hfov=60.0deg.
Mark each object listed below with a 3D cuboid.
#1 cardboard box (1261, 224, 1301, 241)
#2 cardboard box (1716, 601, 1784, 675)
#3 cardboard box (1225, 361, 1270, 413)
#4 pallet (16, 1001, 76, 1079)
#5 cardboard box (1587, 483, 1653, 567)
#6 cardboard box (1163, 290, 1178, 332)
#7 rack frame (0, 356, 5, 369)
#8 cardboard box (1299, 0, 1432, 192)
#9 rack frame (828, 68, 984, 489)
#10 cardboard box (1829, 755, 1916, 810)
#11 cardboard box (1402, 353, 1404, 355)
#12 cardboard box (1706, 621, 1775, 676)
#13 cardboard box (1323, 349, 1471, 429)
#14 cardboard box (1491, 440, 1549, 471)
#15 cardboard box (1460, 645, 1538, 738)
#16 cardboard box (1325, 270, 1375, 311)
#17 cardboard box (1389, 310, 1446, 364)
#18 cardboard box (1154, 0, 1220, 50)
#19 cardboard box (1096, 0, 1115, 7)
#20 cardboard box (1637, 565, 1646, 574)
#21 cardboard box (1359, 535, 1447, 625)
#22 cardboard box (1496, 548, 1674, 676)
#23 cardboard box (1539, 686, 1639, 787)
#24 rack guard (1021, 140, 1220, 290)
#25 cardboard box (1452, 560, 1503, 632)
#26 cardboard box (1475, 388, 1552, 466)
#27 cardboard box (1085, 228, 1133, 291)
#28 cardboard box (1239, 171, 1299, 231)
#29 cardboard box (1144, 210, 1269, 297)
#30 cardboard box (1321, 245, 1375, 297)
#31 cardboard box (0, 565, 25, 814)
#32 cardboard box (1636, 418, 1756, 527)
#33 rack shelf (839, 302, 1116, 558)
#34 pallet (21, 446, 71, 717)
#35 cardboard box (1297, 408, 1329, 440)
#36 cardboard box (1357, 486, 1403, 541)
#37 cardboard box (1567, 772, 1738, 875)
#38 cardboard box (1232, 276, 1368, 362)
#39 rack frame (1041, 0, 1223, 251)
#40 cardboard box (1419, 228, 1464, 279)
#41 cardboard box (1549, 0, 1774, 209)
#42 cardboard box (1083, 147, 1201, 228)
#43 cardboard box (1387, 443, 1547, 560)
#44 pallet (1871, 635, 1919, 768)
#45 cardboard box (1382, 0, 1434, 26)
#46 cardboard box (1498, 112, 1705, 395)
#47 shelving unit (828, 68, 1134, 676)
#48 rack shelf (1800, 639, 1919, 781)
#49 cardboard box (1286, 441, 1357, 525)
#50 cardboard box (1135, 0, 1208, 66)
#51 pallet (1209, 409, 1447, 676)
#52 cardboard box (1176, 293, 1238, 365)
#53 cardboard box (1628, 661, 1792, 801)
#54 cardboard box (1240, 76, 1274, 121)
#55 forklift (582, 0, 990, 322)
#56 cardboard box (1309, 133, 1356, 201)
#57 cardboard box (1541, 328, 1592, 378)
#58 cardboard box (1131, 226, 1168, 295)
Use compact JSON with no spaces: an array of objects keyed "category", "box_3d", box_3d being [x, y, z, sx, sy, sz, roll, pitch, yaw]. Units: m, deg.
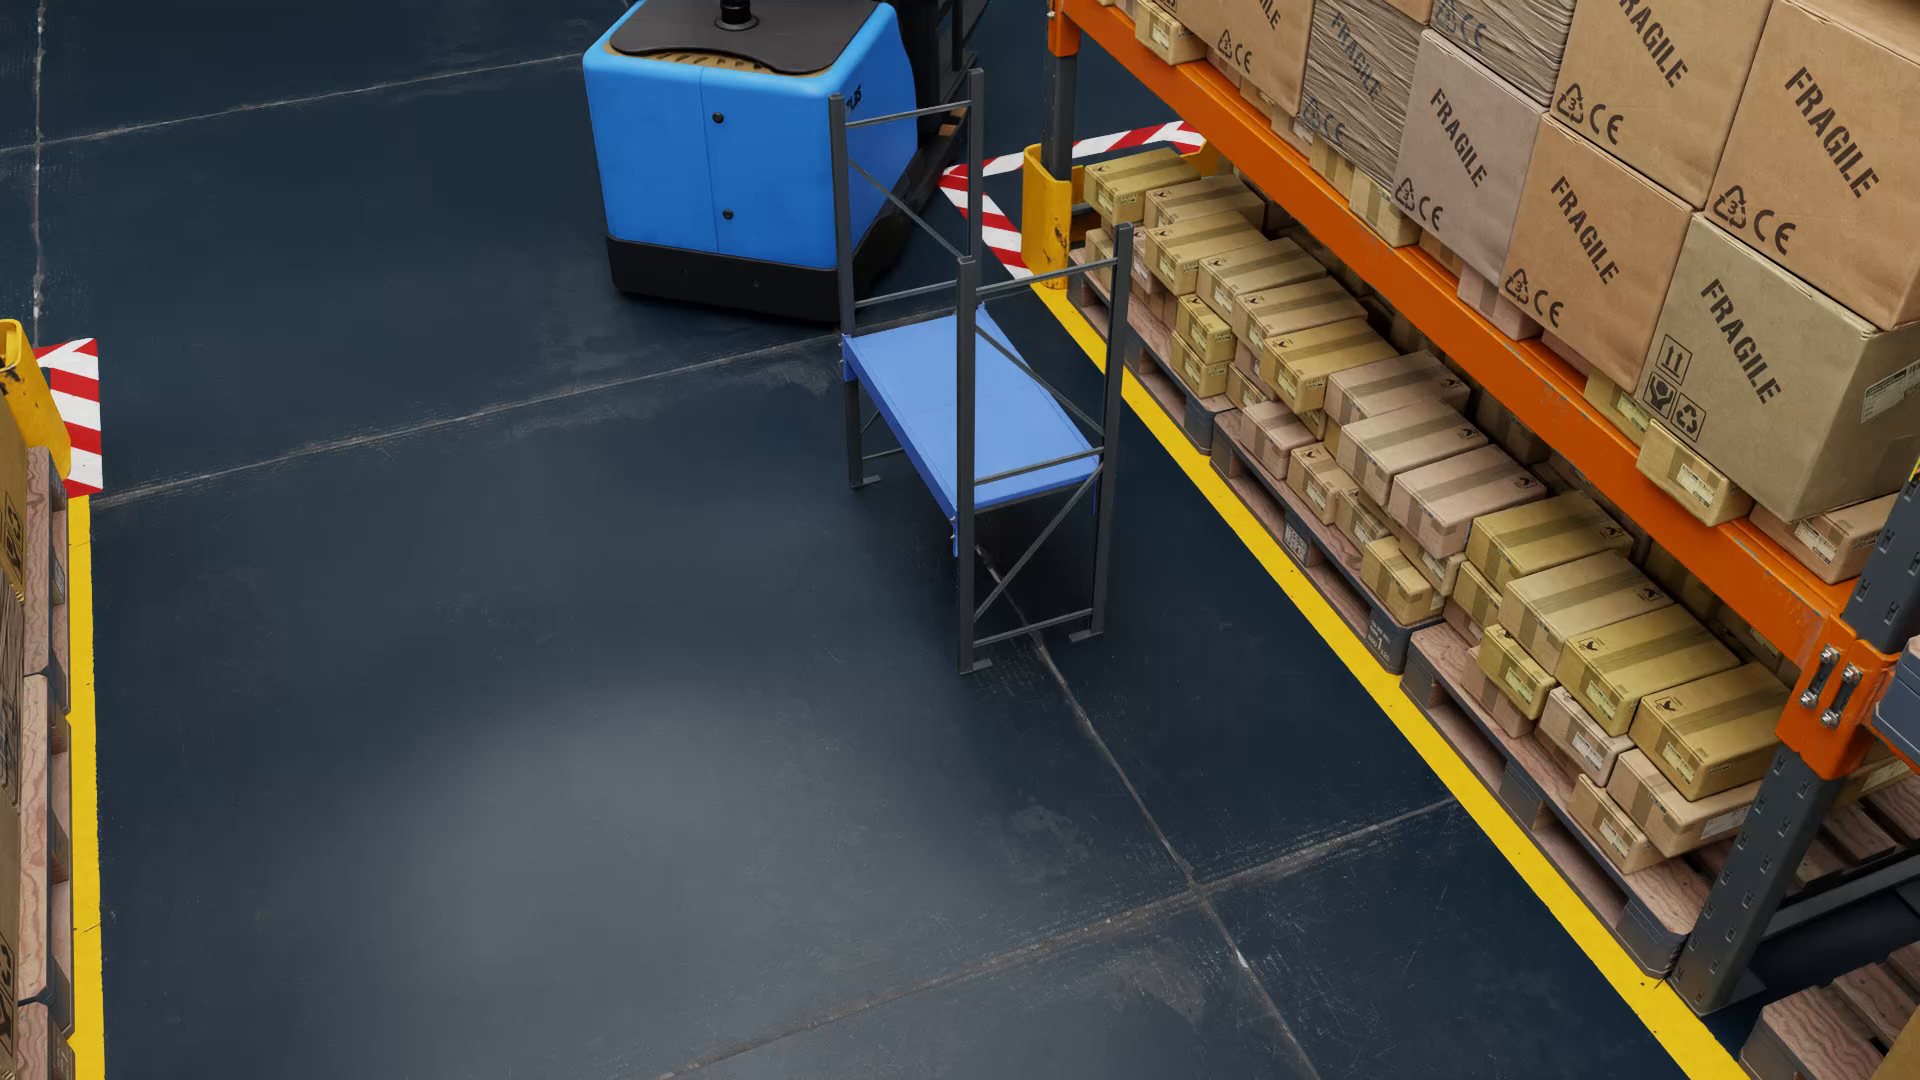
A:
[{"category":"cardboard box","box_3d":[1.335,-1.240,6.528,0.380,0.149,0.250,-16,43,-18]},{"category":"cardboard box","box_3d":[2.358,0.199,4.626,0.380,0.149,0.250,-13,42,-15]},{"category":"cardboard box","box_3d":[1.183,-0.553,5.957,0.380,0.149,0.250,-15,43,-17]},{"category":"pallet","box_3d":[-2.491,1.699,3.613,1.003,0.211,1.213,-15,43,-17]},{"category":"cardboard box","box_3d":[2.095,-0.093,4.965,0.380,0.149,0.250,-16,43,-18]},{"category":"cardboard box","box_3d":[1.001,-0.865,6.319,0.380,0.149,0.250,-15,43,-16]},{"category":"rack frame","box_3d":[-3.802,-1.290,4.950,1.000,3.000,0.127,-15,43,-17]},{"category":"cardboard box","box_3d":[1.340,-1.358,4.724,0.500,0.500,0.500,-16,43,-18]},{"category":"rack frame","box_3d":[-0.162,-0.824,5.557,0.500,1.500,0.032,-15,43,-17]},{"category":"cardboard box","box_3d":[2.507,0.565,4.657,0.380,0.149,0.250,-17,44,-19]},{"category":"cardboard box","box_3d":[1.776,-0.631,5.819,0.380,0.149,0.250,-13,42,-15]},{"category":"cardboard box","box_3d":[2.327,0.323,4.710,0.380,0.149,0.250,-15,43,-17]},{"category":"cardboard box","box_3d":[1.412,-0.455,5.387,0.380,0.149,0.250,-15,43,-17]},{"category":"cardboard box","box_3d":[1.978,-0.317,5.455,0.380,0.149,0.250,-15,43,-17]},{"category":"cardboard box","box_3d":[1.702,0.393,4.857,0.380,0.149,0.250,-16,43,-18]},{"category":"cardboard box","box_3d":[1.493,-0.911,6.145,0.380,0.149,0.250,-16,43,-17]},{"category":"cardboard box","box_3d":[1.708,-0.719,5.694,0.380,0.149,0.250,-16,43,-18]},{"category":"cardboard box","box_3d":[0.964,-1.962,5.426,0.500,0.500,0.500,-15,43,-17]},{"category":"cardboard box","box_3d":[0.640,-2.095,6.078,0.380,0.149,0.250,-15,43,-17]},{"category":"cardboard box","box_3d":[2.099,0.022,5.060,0.380,0.149,0.250,-17,44,-19]},{"category":"cardboard box","box_3d":[1.488,0.090,5.210,0.380,0.149,0.250,-15,43,-17]},{"category":"cardboard box","box_3d":[1.736,0.197,4.628,0.380,0.149,0.250,-15,43,-17]},{"category":"cardboard box","box_3d":[1.820,0.481,4.526,0.380,0.149,0.250,-17,44,-19]},{"category":"rack guard","box_3d":[0.848,-1.473,7.080,1.175,0.500,0.348,-15,43,-17]},{"category":"cardboard box","box_3d":[1.696,0.149,4.913,0.380,0.149,0.250,-15,43,-16]},{"category":"cardboard box","box_3d":[1.893,-0.410,5.334,0.380,0.149,0.250,-17,43,-19]},{"category":"cardboard box","box_3d":[0.724,-1.150,6.651,0.380,0.149,0.250,-14,43,-16]},{"category":"cardboard box","box_3d":[1.299,-1.349,6.427,0.380,0.149,0.250,-14,43,-16]},{"category":"cardboard box","box_3d":[0.900,-1.051,6.079,0.380,0.149,0.250,-15,43,-17]},{"category":"cardboard box","box_3d":[1.556,-1.053,6.082,0.380,0.149,0.250,-17,43,-19]},{"category":"cardboard box","box_3d":[-3.135,0.270,4.443,0.875,0.875,0.875,-15,43,-17]},{"category":"cardboard box","box_3d":[1.825,-0.204,3.879,0.380,0.149,0.250,-16,43,-18]},{"category":"rack shelf","box_3d":[0.033,-0.381,5.319,0.538,0.185,1.000,-15,43,-17]},{"category":"pallet","box_3d":[-3.424,0.229,5.322,1.003,0.211,1.213,-15,43,-17]},{"category":"cardboard box","box_3d":[1.339,-0.503,5.671,0.380,0.149,0.250,-13,42,-15]},{"category":"cardboard box","box_3d":[1.496,-0.166,5.279,0.380,0.149,0.250,-17,44,-19]},{"category":"cardboard box","box_3d":[1.885,0.713,4.485,0.380,0.149,0.250,-15,43,-16]},{"category":"cardboard box","box_3d":[1.169,-0.752,5.733,0.380,0.149,0.250,-14,43,-15]},{"category":"rack frame","box_3d":[0.819,-2.467,6.318,1.000,3.000,0.127,-15,43,-17]},{"category":"cardboard box","box_3d":[1.522,-0.864,4.647,0.380,0.149,0.250,-16,43,-17]},{"category":"cardboard box","box_3d":[1.717,-1.113,3.672,0.500,0.500,0.500,-16,43,-18]},{"category":"cardboard box","box_3d":[0.705,-1.370,6.451,0.380,0.149,0.250,-17,44,-19]},{"category":"cardboard box","box_3d":[1.520,-0.119,4.996,0.380,0.149,0.250,-17,44,-19]},{"category":"pallet","box_3d":[2.507,0.512,3.001,1.003,0.211,1.213,-15,43,-17]},{"category":"cardboard box","box_3d":[1.321,-1.733,4.393,0.500,0.500,0.500,-16,43,-18]},{"category":"cardboard box","box_3d":[1.706,-0.742,4.008,0.500,0.500,0.500,-16,43,-18]},{"category":"shelving unit","box_3d":[0.033,-0.517,5.201,0.538,1.500,1.048,-15,43,-17]},{"category":"rack shelf","box_3d":[3.115,1.420,2.350,1.077,0.370,4.000,-15,43,-17]},{"category":"cardboard box","box_3d":[1.328,-0.221,5.571,0.380,0.149,0.250,-15,43,-17]},{"category":"cardboard box","box_3d":[0.829,-1.776,5.708,0.380,0.149,0.250,-16,43,-18]},{"category":"pallet","box_3d":[1.589,-0.132,5.741,1.003,0.211,1.213,-15,43,-17]},{"category":"cardboard box","box_3d":[1.008,-0.792,6.007,0.380,0.149,0.250,-14,43,-16]},{"category":"cardboard box","box_3d":[1.973,0.489,4.288,0.380,0.149,0.250,-14,43,-16]},{"category":"cardboard box","box_3d":[1.136,-1.485,5.369,0.380,0.149,0.250,-16,43,-17]},{"category":"forklift","box_3d":[-0.558,-2.954,6.937,1.130,2.935,3.031,10,42,12]},{"category":"cardboard box","box_3d":[1.284,-1.168,5.000,0.380,0.149,0.250,-14,43,-15]},{"category":"cardboard box","box_3d":[1.742,-0.552,4.284,0.380,0.149,0.250,-16,43,-18]},{"category":"cardboard box","box_3d":[0.835,-1.099,6.364,0.380,0.149,0.250,-15,43,-17]}]
